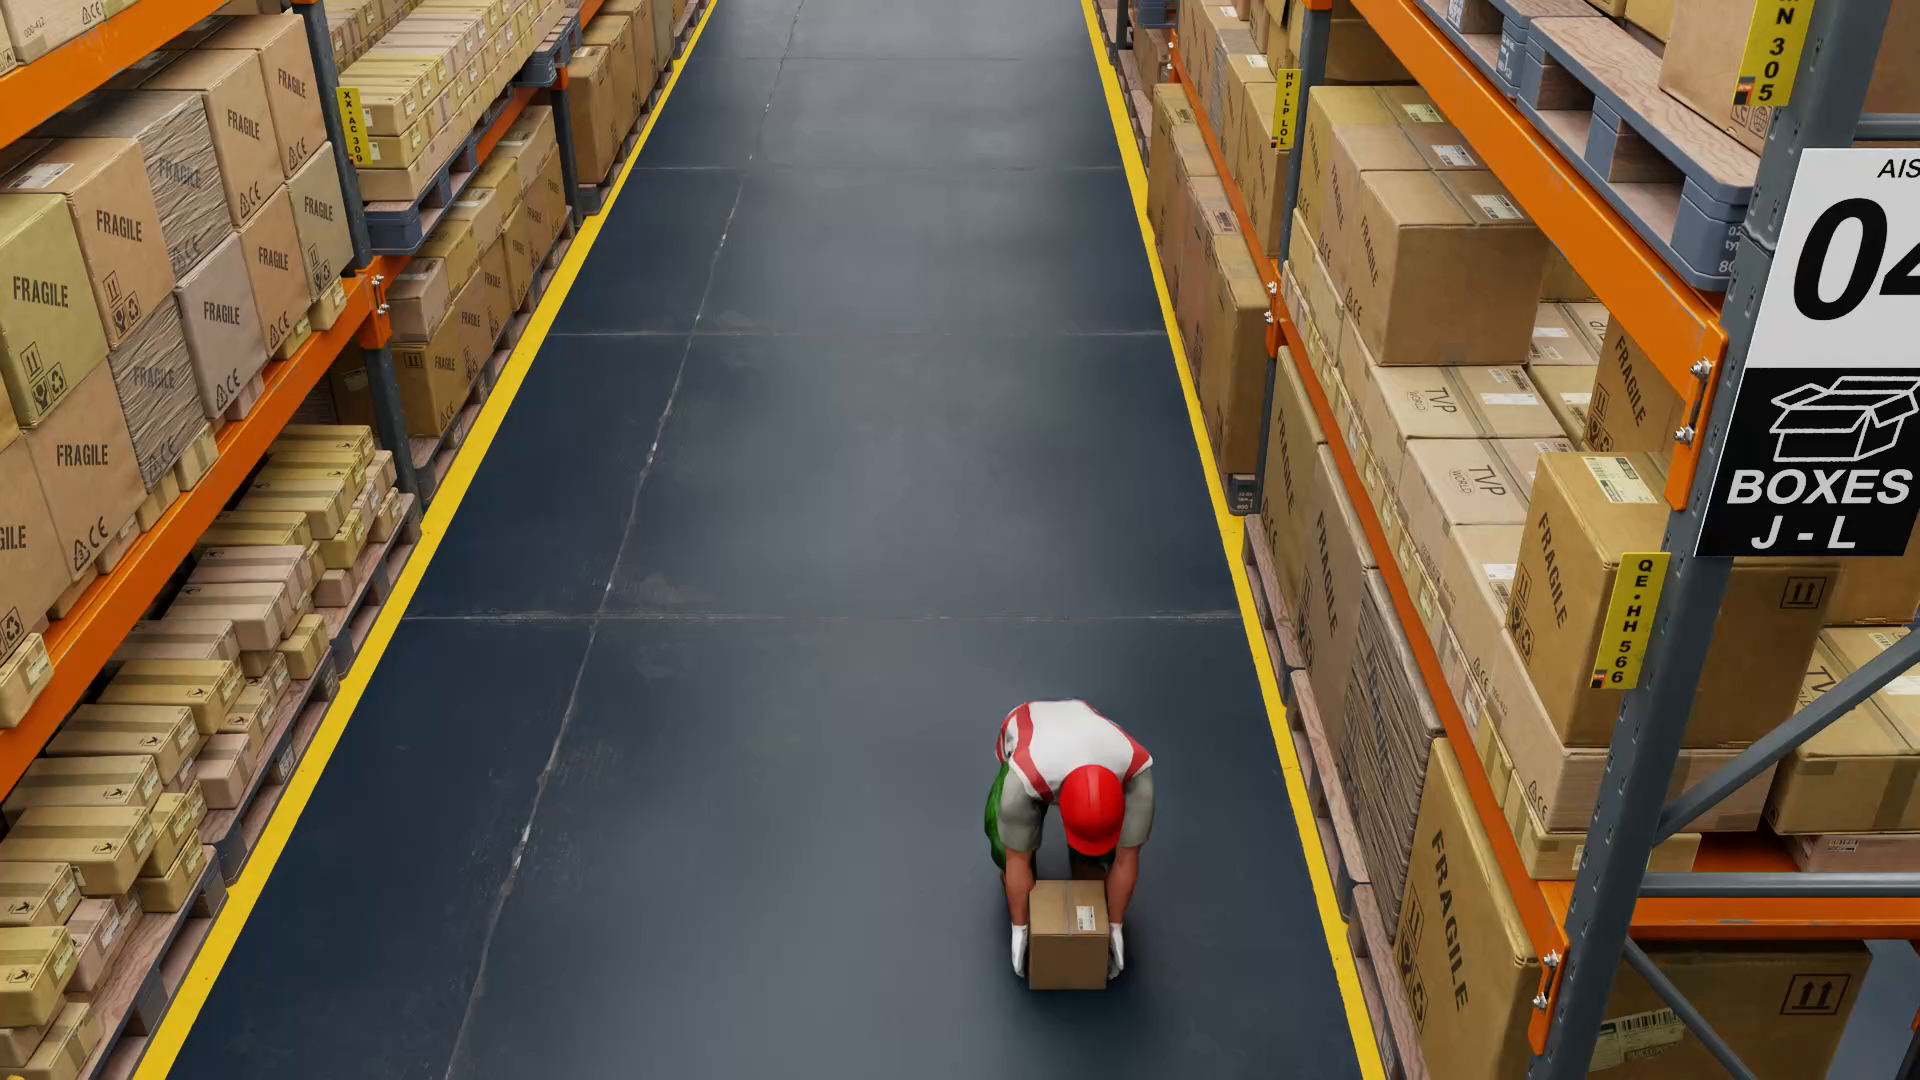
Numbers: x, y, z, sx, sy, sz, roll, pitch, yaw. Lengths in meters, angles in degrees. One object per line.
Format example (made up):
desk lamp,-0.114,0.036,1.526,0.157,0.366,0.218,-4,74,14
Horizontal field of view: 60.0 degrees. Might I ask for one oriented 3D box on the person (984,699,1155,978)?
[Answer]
person,3.625,-1.940,10.286,7.151,0.880,11.857,0,31,0
